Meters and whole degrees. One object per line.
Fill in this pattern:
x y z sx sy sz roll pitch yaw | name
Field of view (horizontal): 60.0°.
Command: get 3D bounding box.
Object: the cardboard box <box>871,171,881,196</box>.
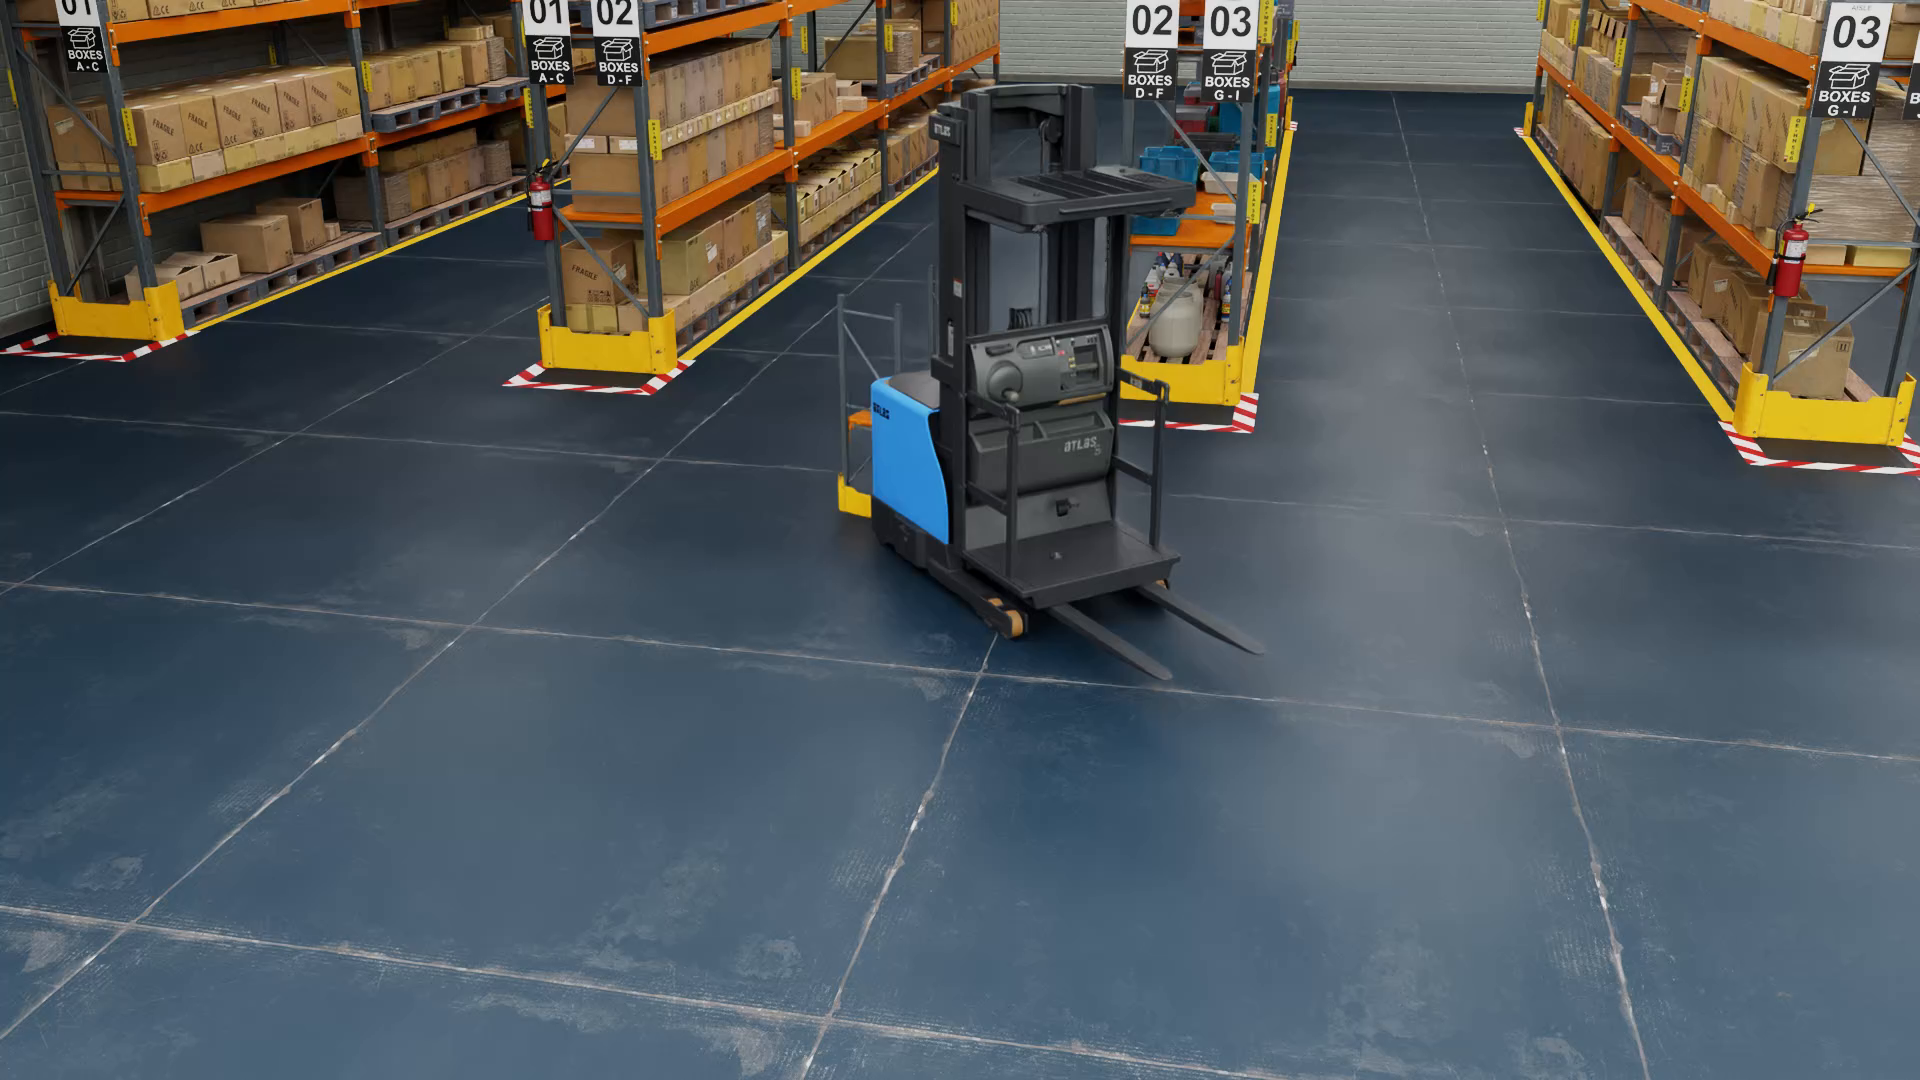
-1.318 -4.573 21.311 0.500 0.250 0.500 5 22 12 | cardboard box

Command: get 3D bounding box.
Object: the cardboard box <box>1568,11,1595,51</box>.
8.896 -7.175 23.454 0.500 0.500 0.500 5 22 12 | cardboard box

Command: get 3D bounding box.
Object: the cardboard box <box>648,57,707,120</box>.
-2.759 -4.153 15.280 0.700 0.500 0.500 5 22 11 | cardboard box

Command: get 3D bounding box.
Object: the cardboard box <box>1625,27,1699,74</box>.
8.413 -5.886 19.976 0.797 0.503 0.637 5 23 13 | cardboard box

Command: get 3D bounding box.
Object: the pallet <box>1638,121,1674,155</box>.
7.884 -4.292 17.751 1.003 0.211 1.213 4 22 11 | pallet

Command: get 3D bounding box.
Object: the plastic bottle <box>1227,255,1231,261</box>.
2.734 -2.740 16.599 0.144 0.351 0.185 4 22 9 | plastic bottle

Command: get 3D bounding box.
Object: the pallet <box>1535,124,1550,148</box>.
9.794 -6.442 26.566 1.003 0.211 1.213 4 22 11 | pallet

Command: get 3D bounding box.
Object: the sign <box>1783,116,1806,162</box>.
6.076 -2.915 12.104 0.100 0.325 0.005 4 22 11 | sign

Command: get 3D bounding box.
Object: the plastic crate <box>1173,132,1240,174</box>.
2.352 -3.812 16.386 0.767 0.338 0.504 4 22 11 | plastic crate

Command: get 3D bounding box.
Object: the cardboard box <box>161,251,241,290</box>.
-7.586 -2.726 16.618 0.500 0.311 0.500 6 23 15 | cardboard box

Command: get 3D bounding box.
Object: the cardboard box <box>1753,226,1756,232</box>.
6.682 -2.551 13.508 0.380 0.149 0.250 4 22 11 | cardboard box

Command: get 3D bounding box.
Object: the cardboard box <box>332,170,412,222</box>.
-6.982 -4.093 19.758 0.700 0.500 0.500 5 23 13 | cardboard box

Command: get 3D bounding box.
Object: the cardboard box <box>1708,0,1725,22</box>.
7.089 -4.822 14.996 0.500 0.250 0.500 4 22 9 | cardboard box

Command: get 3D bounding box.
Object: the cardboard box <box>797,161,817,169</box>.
-2.049 -4.496 20.369 0.500 0.311 0.500 4 22 9 | cardboard box

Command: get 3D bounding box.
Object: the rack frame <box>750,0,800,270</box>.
-2.265 -4.401 17.767 1.000 3.000 0.127 4 22 11 | rack frame

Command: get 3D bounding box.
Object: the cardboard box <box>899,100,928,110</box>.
-0.794 -6.602 25.988 0.500 0.500 0.500 4 22 11 | cardboard box

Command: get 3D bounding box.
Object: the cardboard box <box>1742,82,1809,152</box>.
6.687 -3.416 13.450 0.500 0.500 0.500 4 22 11 | cardboard box

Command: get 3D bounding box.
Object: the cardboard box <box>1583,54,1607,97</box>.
8.521 -6.101 21.853 0.500 0.500 0.500 4 22 10 | cardboard box

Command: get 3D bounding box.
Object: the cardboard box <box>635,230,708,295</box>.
-2.654 -2.568 15.329 0.500 0.500 0.500 4 22 11 | cardboard box

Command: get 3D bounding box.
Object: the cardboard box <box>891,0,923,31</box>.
-0.783 -8.042 25.334 0.500 0.500 0.500 5 22 11 | cardboard box

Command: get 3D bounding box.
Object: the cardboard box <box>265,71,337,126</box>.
-7.006 -4.686 17.643 0.500 0.500 0.500 4 22 11 | cardboard box

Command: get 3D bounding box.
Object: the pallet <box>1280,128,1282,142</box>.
4.574 -6.374 26.398 1.003 0.211 1.213 4 22 11 | pallet

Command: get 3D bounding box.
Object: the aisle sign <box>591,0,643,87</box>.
-2.795 -4.097 13.531 0.394 0.787 0.004 4 22 11 | aisle sign

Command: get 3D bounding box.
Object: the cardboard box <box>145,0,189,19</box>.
-7.474 -5.059 15.223 0.500 0.500 0.500 6 23 14 | cardboard box

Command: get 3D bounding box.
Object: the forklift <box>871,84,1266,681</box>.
0.585 -0.991 9.391 1.130 2.935 3.031 -12 25 -27 | forklift

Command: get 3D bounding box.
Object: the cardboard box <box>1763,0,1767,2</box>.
6.815 -4.480 13.613 0.380 0.149 0.250 5 22 12 | cardboard box

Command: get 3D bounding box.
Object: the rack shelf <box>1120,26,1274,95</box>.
2.175 -4.349 14.584 1.077 0.370 4.000 4 22 11 | rack shelf

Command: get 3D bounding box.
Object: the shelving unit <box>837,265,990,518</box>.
-0.291 -1.010 11.353 0.587 1.500 1.083 14 26 32 | shelving unit

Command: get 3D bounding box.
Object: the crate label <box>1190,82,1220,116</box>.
2.932 -5.159 19.601 0.502 0.435 0.616 4 22 11 | crate label

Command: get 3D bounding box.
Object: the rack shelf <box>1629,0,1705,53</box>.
7.840 -5.434 17.279 1.077 0.370 4.000 4 22 11 | rack shelf

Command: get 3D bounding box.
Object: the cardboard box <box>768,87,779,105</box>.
-2.111 -4.633 17.340 0.380 0.149 0.250 4 22 11 | cardboard box

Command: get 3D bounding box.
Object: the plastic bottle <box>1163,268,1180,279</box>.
2.037 -2.473 16.036 0.152 0.276 0.135 4 22 11 | plastic bottle

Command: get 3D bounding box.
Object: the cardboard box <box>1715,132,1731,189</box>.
7.140 -3.299 14.497 0.875 0.500 0.500 4 22 11 | cardboard box

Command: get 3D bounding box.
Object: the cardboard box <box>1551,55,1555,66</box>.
9.172 -7.250 25.176 0.380 0.149 0.250 4 22 10 | cardboard box

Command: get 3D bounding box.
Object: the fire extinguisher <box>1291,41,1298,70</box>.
5.507 -8.223 27.858 0.296 0.674 0.183 4 22 11 | fire extinguisher

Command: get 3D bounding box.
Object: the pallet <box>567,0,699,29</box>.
-2.912 -4.546 14.228 1.003 0.211 1.213 4 22 11 | pallet

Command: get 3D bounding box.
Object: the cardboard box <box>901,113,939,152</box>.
-0.562 -5.989 24.467 0.500 0.500 0.500 5 22 11 | cardboard box

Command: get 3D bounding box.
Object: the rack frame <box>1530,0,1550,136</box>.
9.880 -8.034 26.786 1.000 3.000 0.127 4 22 11 | rack frame

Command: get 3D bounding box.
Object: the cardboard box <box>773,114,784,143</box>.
-2.208 -4.515 18.250 0.500 0.250 0.500 6 23 14 | cardboard box

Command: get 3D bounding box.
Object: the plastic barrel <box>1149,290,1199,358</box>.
1.826 -1.847 14.192 0.421 0.512 0.421 0 22 0 | plastic barrel

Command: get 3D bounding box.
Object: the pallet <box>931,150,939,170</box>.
-0.762 -5.733 24.807 1.003 0.211 1.213 4 22 11 | pallet

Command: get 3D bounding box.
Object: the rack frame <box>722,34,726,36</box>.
-4.667 -9.166 29.598 1.000 3.000 0.127 4 22 11 | rack frame

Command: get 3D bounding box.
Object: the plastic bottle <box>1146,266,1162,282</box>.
1.849 -2.442 15.858 0.144 0.351 0.185 5 23 13 | plastic bottle

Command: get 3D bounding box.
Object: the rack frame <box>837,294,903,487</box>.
-0.583 -0.850 10.957 0.500 1.500 0.032 14 26 32 | rack frame

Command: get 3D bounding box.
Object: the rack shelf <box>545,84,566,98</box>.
-5.891 -6.638 24.284 1.077 0.370 4.000 4 22 11 | rack shelf

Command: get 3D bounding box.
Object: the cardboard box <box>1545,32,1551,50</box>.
9.419 -7.756 25.900 0.500 0.250 0.500 4 22 10 | cardboard box

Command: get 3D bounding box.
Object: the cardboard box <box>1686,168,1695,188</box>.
7.030 -3.382 15.573 0.380 0.149 0.250 4 22 11 | cardboard box

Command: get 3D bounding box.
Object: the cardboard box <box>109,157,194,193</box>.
-7.521 -3.409 15.476 0.500 0.250 0.500 4 22 9 | cardboard box

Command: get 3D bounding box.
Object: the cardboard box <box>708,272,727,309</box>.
-2.553 -2.403 15.924 0.500 0.250 0.500 4 22 11 | cardboard box

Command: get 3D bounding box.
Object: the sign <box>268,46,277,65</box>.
-7.660 -5.356 18.587 0.100 0.325 0.005 4 22 11 | sign

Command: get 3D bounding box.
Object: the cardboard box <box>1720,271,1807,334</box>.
7.152 -2.094 14.821 0.500 0.500 0.500 2 22 6 | cardboard box

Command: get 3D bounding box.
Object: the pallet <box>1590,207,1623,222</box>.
8.483 -4.097 20.744 1.003 0.211 1.213 4 22 11 | pallet

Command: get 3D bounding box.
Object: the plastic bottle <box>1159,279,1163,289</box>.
1.895 -2.291 15.574 0.061 0.283 0.133 4 22 11 | plastic bottle

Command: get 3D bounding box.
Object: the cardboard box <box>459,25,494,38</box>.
-6.340 -6.663 21.793 0.380 0.149 0.250 2 22 4 | cardboard box

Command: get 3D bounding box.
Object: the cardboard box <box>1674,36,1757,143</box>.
7.731 -4.398 16.393 1.000 1.000 1.000 5 22 11 | cardboard box

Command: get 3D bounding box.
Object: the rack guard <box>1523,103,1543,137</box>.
9.885 -6.883 27.274 1.175 0.500 0.348 4 22 11 | rack guard

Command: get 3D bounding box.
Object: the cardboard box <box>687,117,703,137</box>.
-2.582 -3.791 15.248 0.380 0.149 0.250 4 22 9 | cardboard box

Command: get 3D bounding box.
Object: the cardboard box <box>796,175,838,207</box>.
-1.725 -4.085 19.349 0.500 0.311 0.500 4 22 9 | cardboard box
